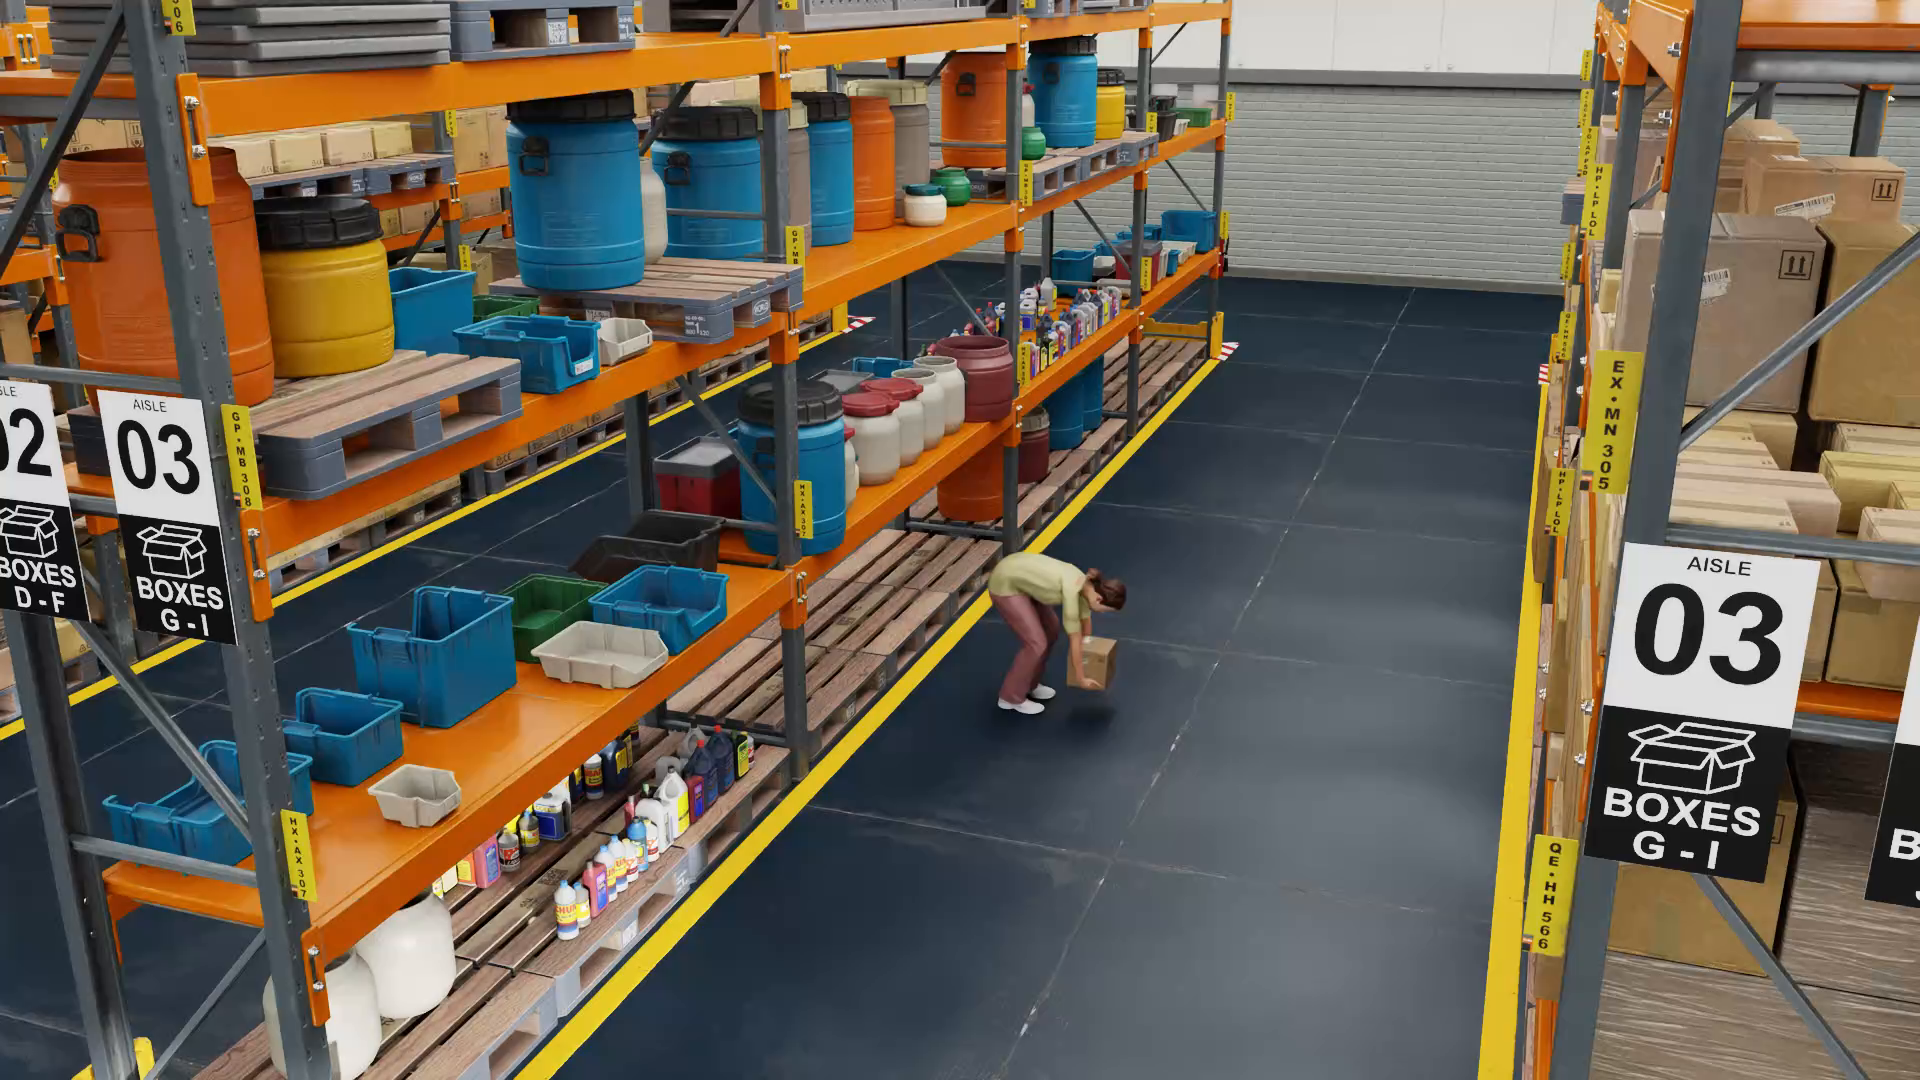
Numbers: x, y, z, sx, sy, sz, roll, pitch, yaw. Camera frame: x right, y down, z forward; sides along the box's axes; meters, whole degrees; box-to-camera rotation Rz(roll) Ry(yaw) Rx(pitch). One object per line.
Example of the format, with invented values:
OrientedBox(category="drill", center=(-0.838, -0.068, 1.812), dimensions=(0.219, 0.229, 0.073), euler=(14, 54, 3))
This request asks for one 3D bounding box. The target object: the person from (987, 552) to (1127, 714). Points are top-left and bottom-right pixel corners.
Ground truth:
OrientedBox(category="person", center=(0.605, 0.616, 10.404), dimensions=(0.862, 0.934, 0.447), euler=(6, 20, 16))
